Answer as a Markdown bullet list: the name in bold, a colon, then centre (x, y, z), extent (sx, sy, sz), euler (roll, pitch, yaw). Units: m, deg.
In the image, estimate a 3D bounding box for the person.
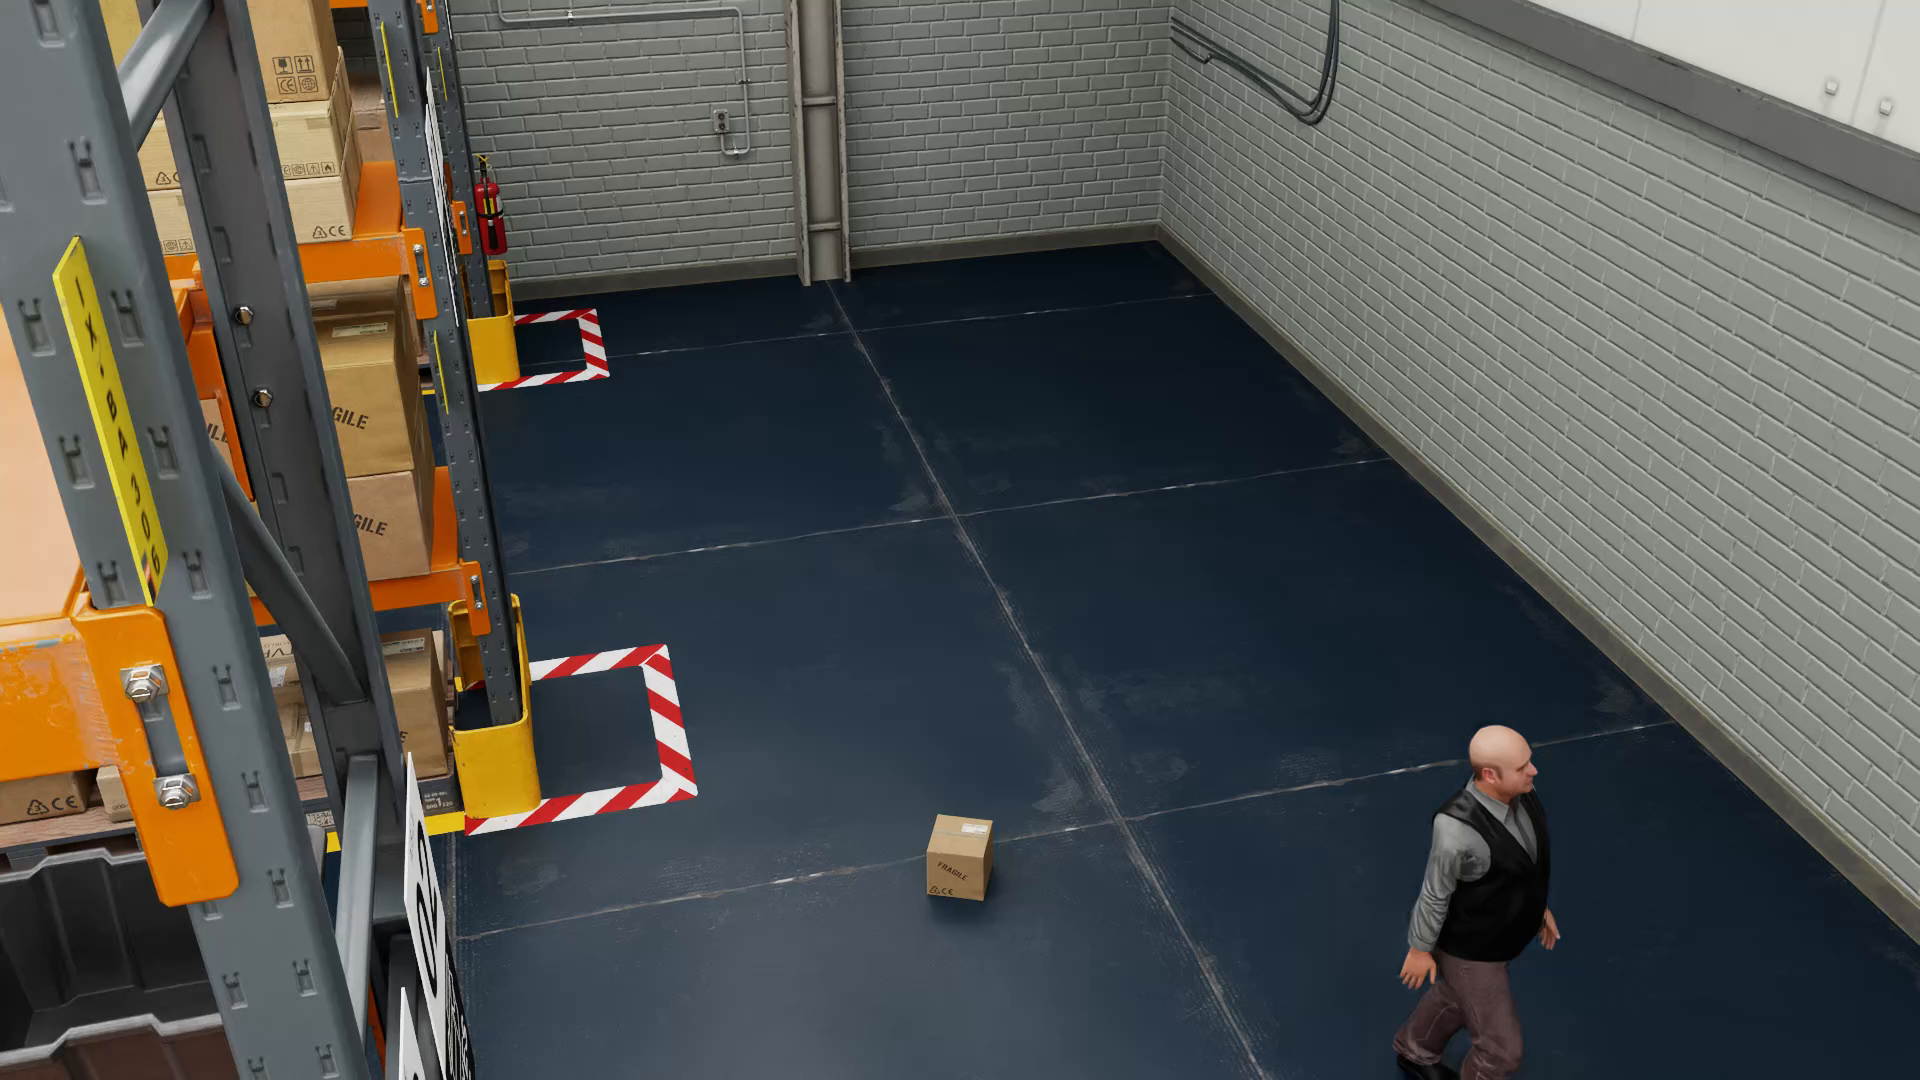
- **person**: centre (1.858, 1.424, 5.848), extent (0.595, 1.782, 0.571), euler (25, 38, 36)
